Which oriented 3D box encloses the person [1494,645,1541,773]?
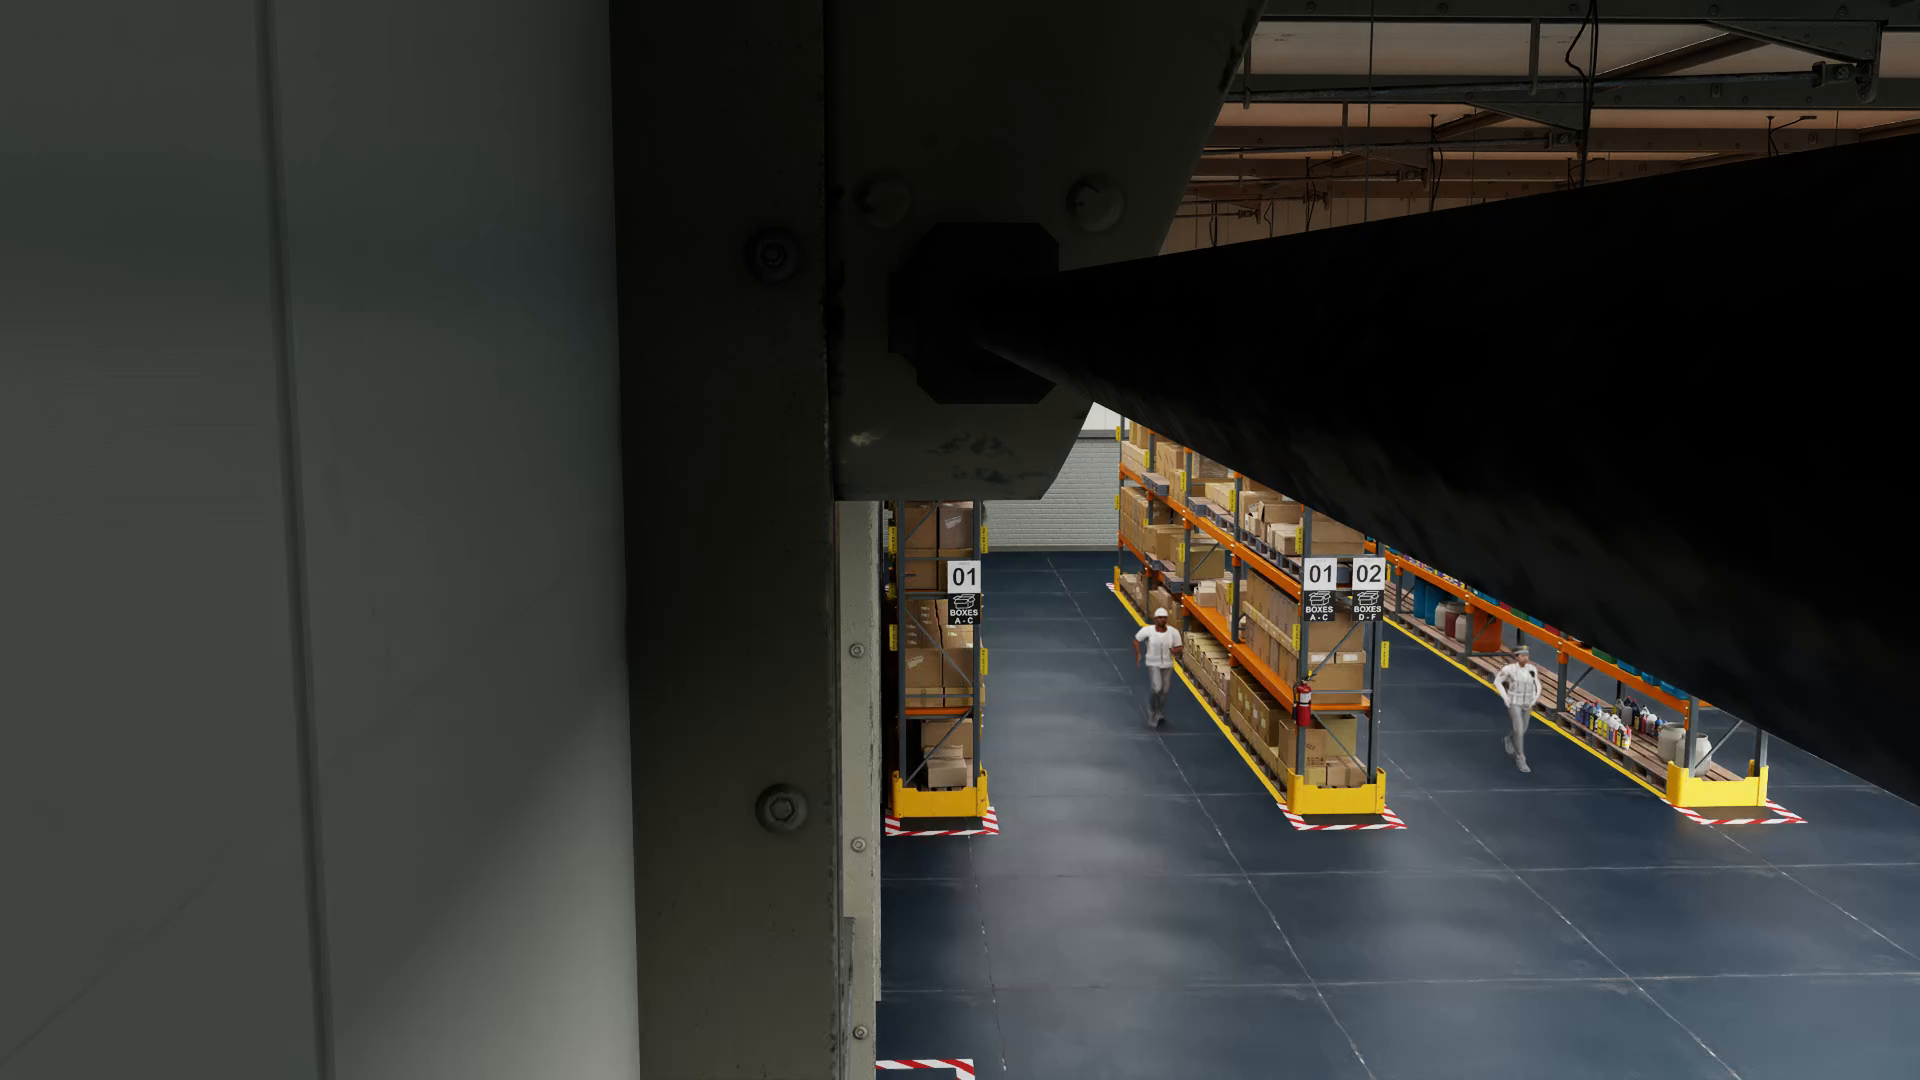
[{"bbox_3d":[7.628,2.250,22.711,0.625,1.703,0.814,-1,8,-7],"label":"person"}]

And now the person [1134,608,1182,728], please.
[{"bbox_3d":[2.979,1.905,24.799,0.671,1.801,0.728,-1,8,-9],"label":"person"}]
